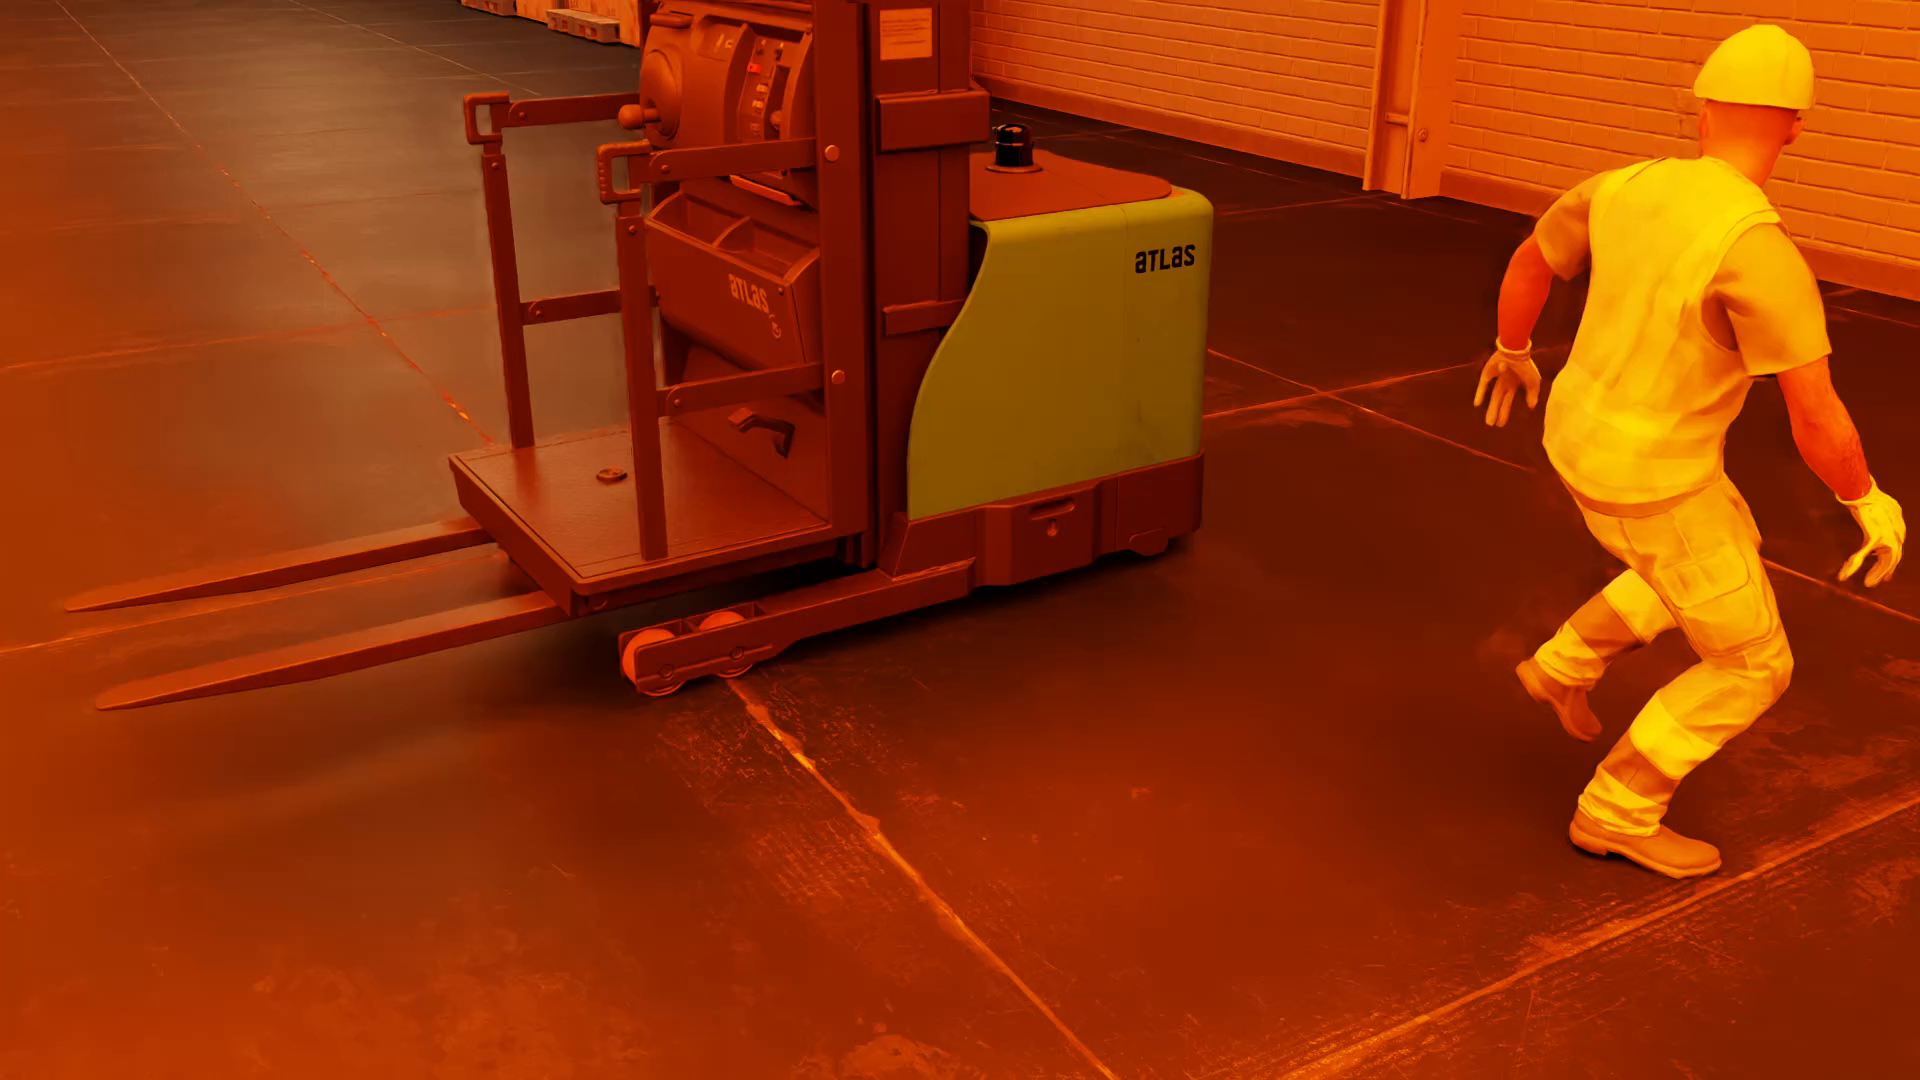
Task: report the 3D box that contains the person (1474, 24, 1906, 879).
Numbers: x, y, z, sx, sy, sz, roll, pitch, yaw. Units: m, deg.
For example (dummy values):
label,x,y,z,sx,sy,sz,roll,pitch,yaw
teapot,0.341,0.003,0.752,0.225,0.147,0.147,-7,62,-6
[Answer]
label,x,y,z,sx,sy,sz,roll,pitch,yaw
person,1.448,-0.171,3.362,0.620,1.676,0.831,0,22,1

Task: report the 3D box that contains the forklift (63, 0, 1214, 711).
label,x,y,z,sx,sy,sz,roll,pitch,yaw
forklift,-0.788,-1.192,4.179,3.031,2.935,1.130,-13,26,-29
